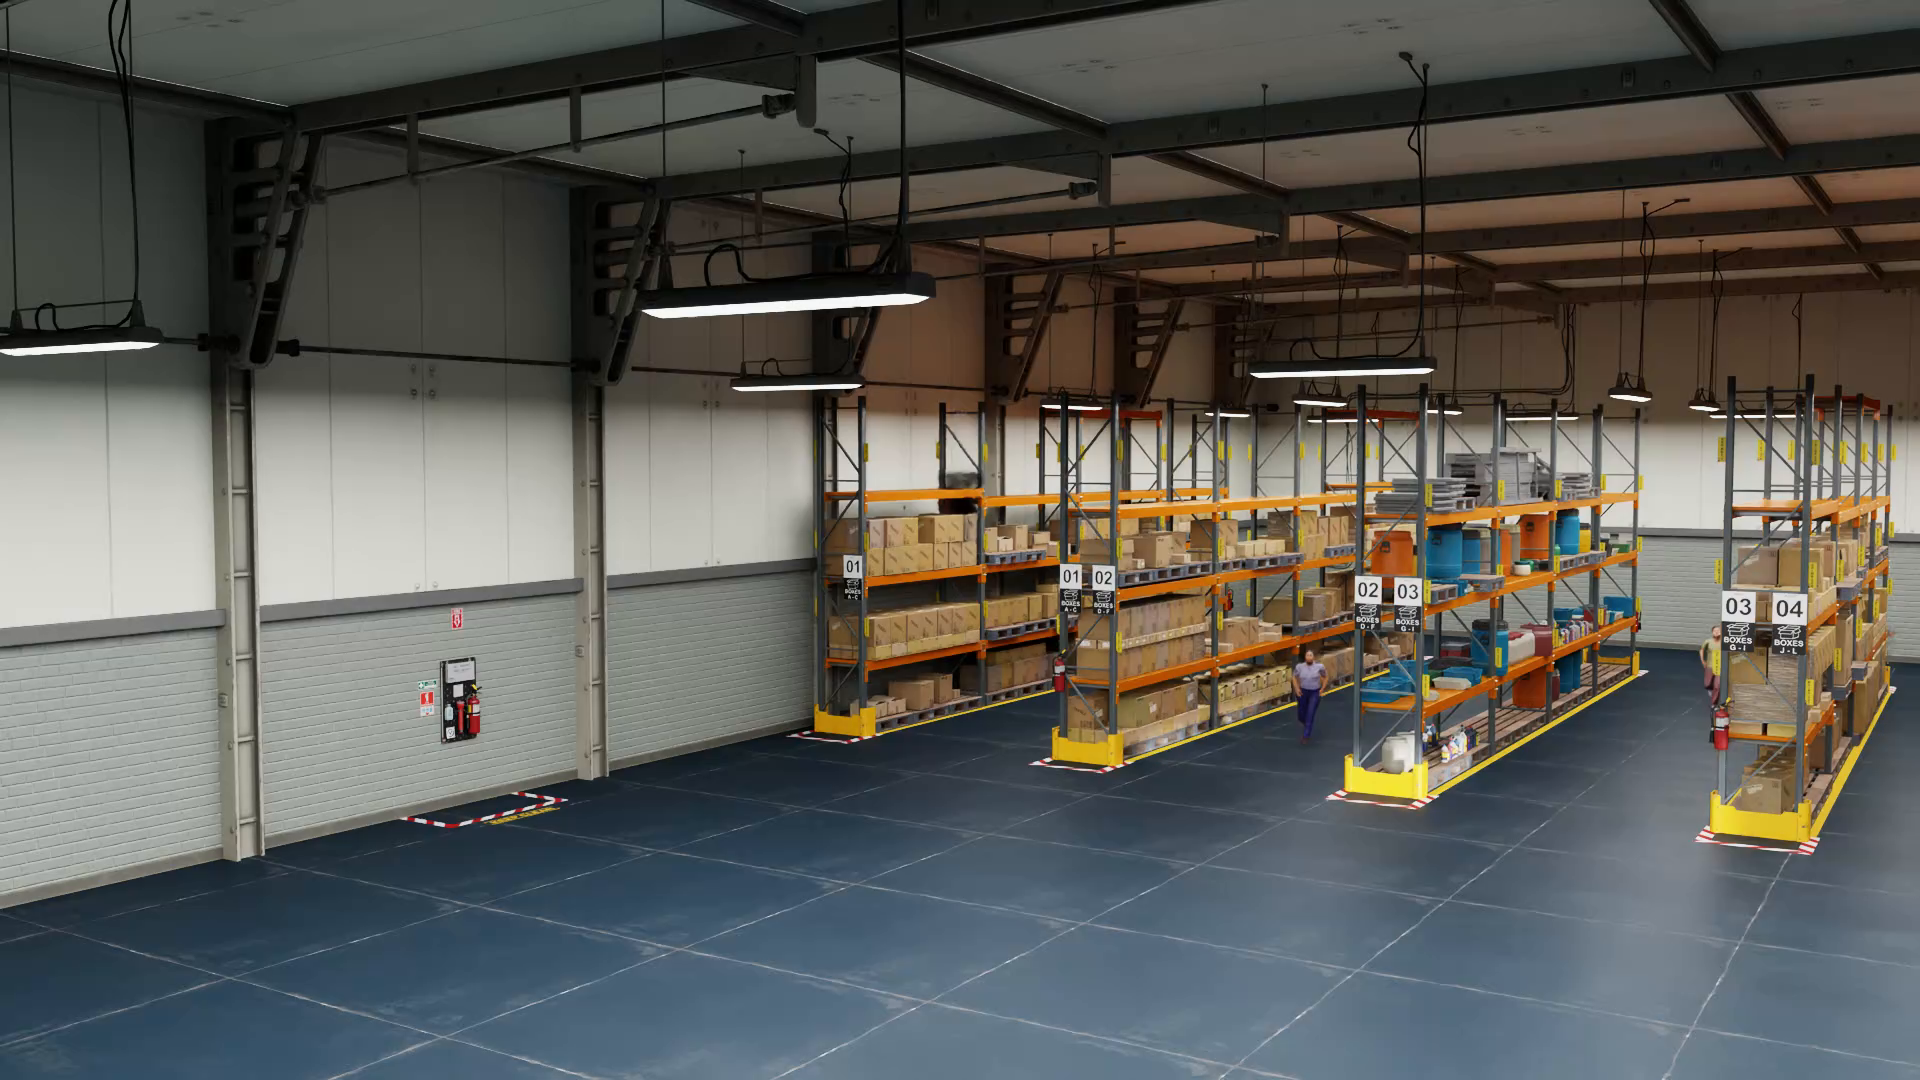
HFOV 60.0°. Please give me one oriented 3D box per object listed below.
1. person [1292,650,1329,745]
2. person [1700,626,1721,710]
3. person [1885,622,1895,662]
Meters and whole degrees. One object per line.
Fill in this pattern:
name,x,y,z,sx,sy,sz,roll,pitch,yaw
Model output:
person,6.068,2.699,28.829,0.629,1.627,0.720,1,3,19
person,14.817,2.494,32.581,0.598,1.618,0.643,2,4,31
person,19.964,2.238,36.164,0.714,1.735,0.620,-2,4,-38
